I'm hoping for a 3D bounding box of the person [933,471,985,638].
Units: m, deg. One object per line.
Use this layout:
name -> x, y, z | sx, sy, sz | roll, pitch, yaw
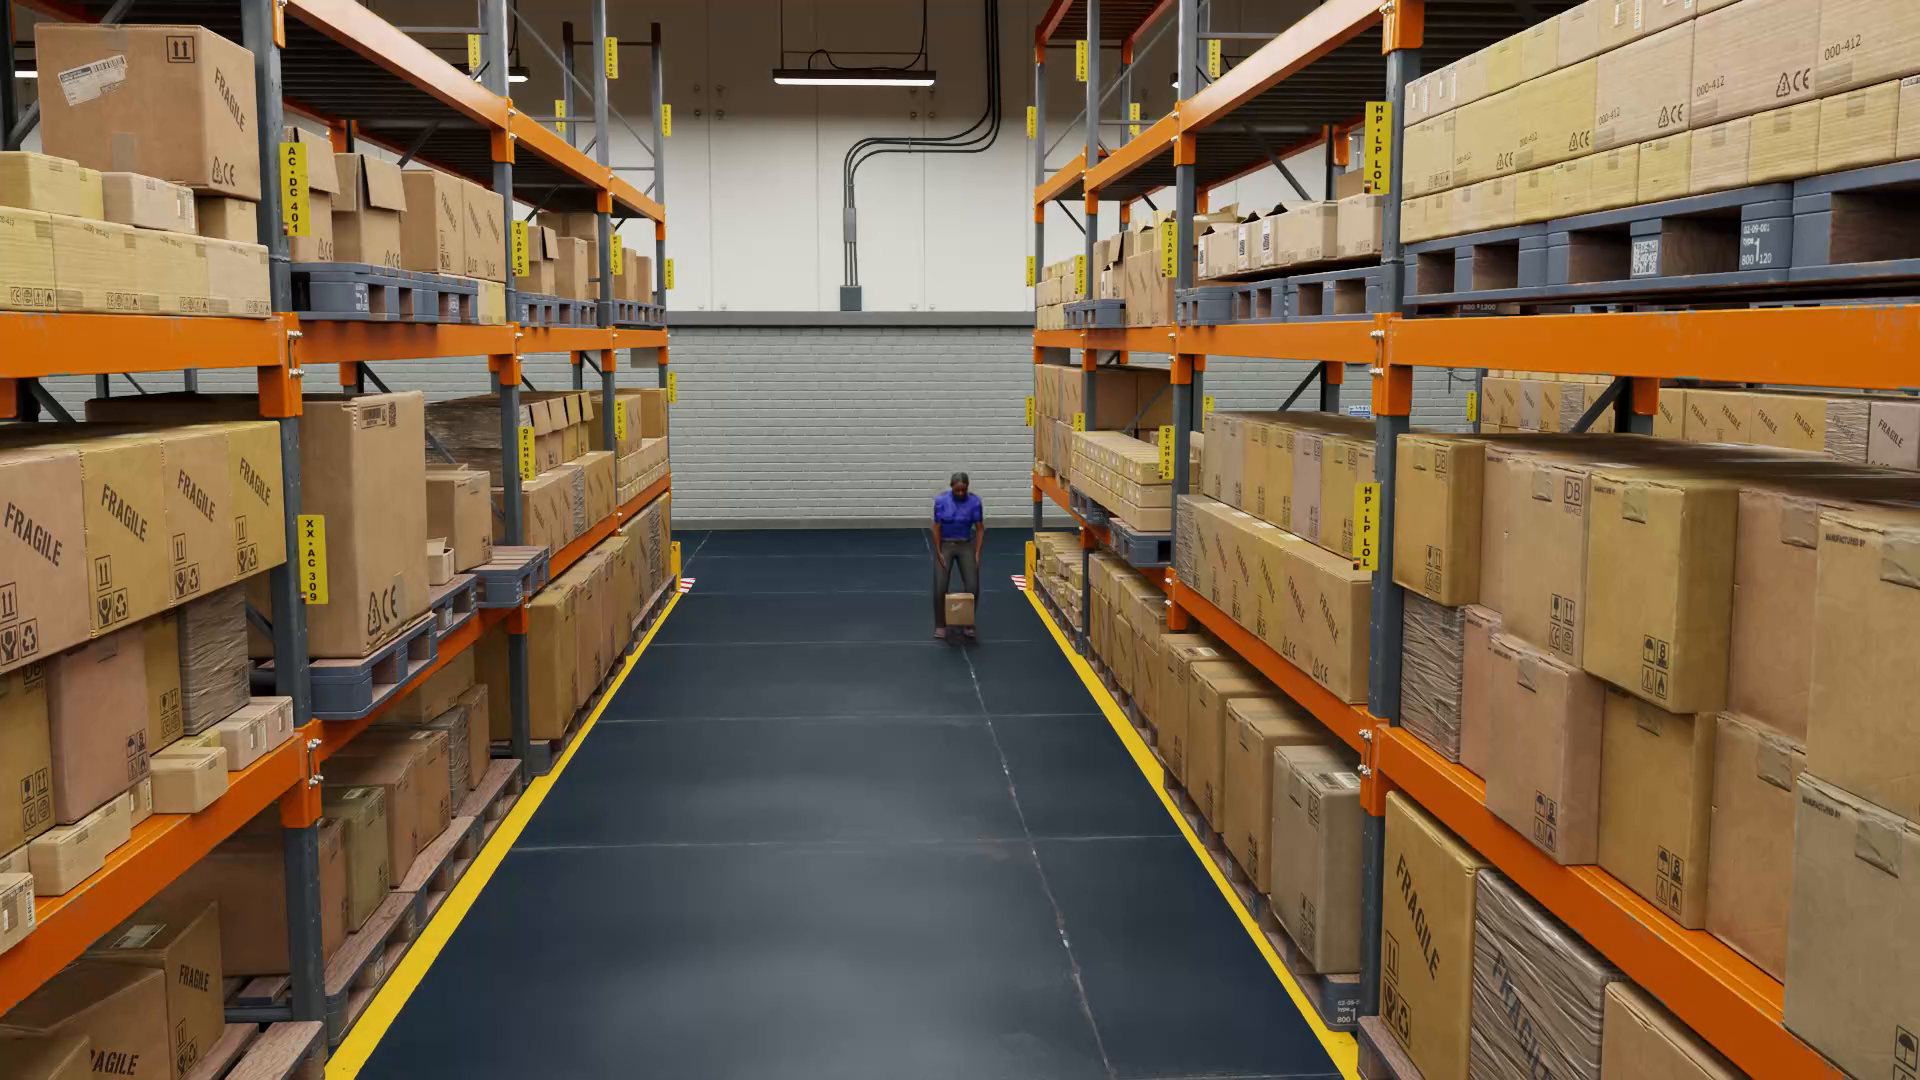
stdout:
person -> -0.012, 0.127, 15.254 | 0.476, 1.544, 0.471 | 0, 7, -3
